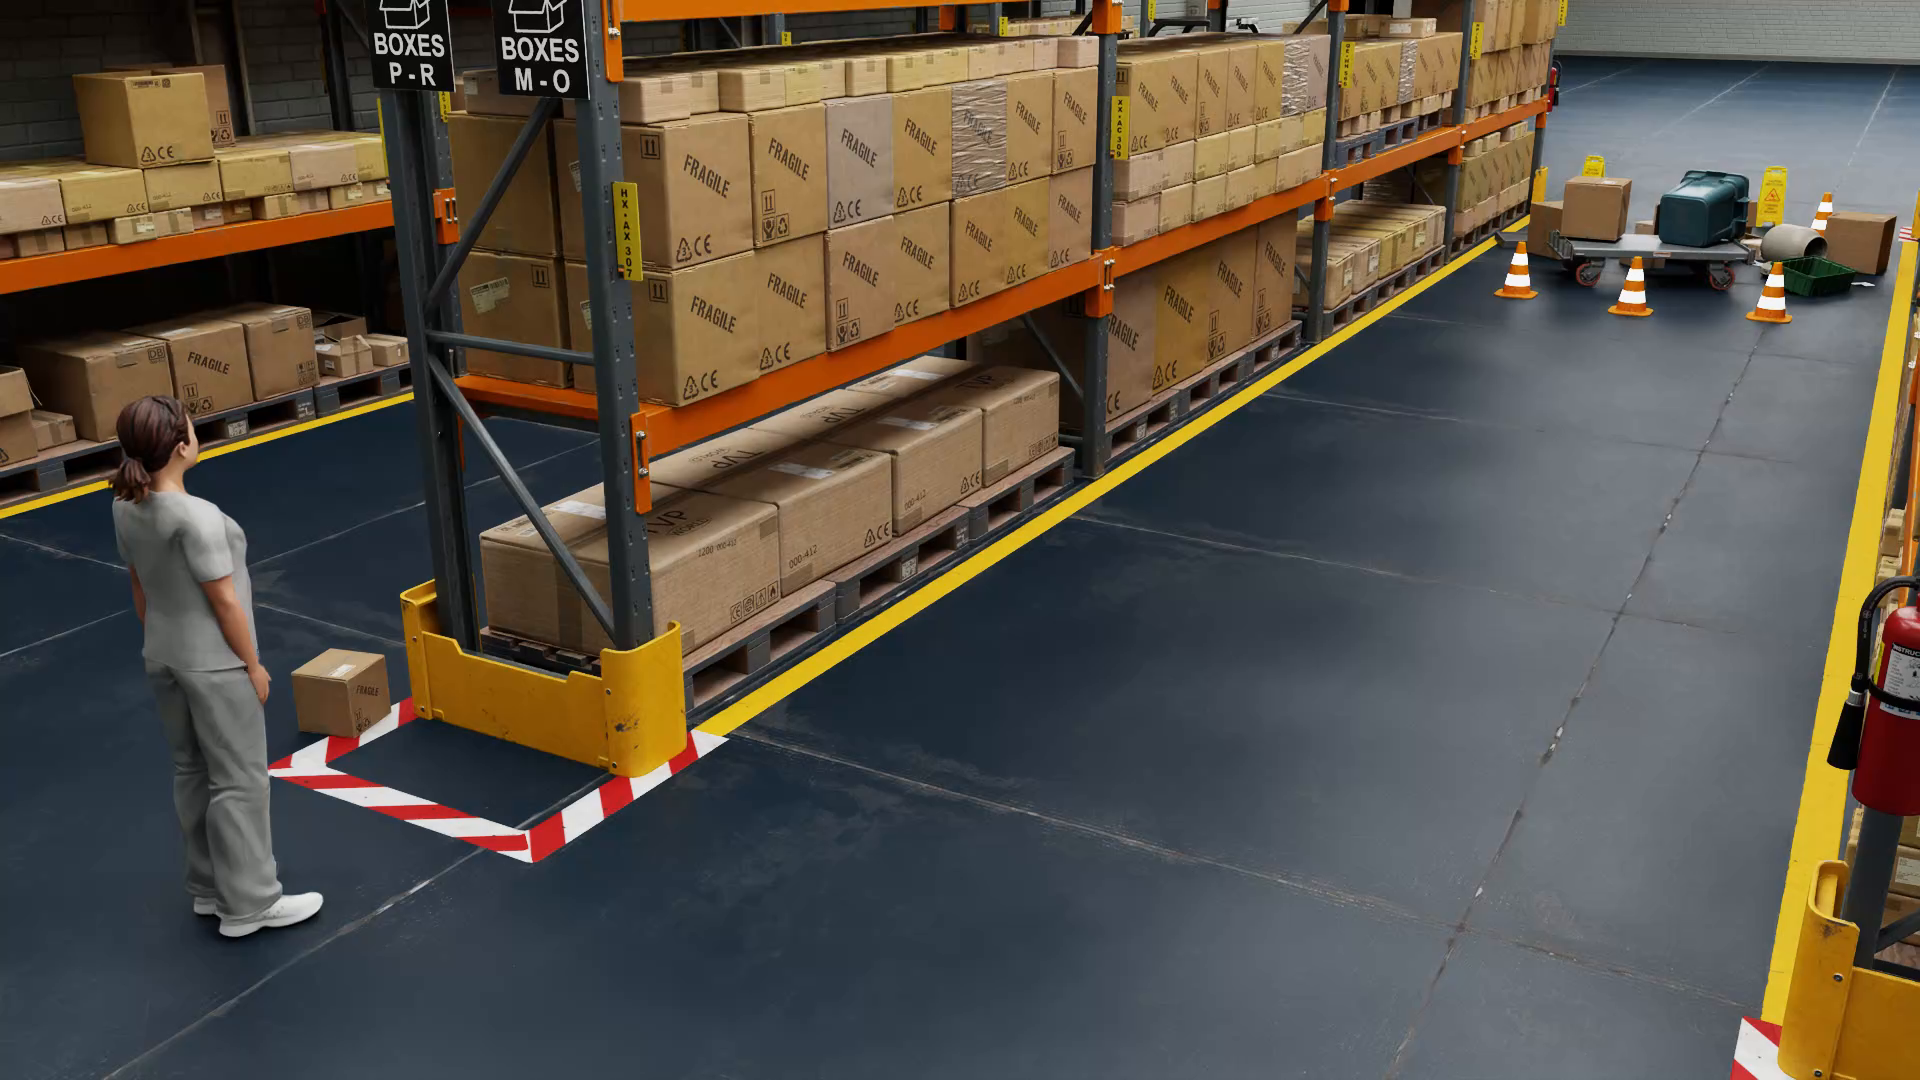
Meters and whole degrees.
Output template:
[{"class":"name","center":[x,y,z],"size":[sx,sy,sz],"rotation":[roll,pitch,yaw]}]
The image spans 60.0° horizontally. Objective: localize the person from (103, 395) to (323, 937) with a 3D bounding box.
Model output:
[{"class":"person","center":[-2.257,0.377,4.986],"size":[0.453,1.676,0.390],"rotation":[11,22,28]}]
